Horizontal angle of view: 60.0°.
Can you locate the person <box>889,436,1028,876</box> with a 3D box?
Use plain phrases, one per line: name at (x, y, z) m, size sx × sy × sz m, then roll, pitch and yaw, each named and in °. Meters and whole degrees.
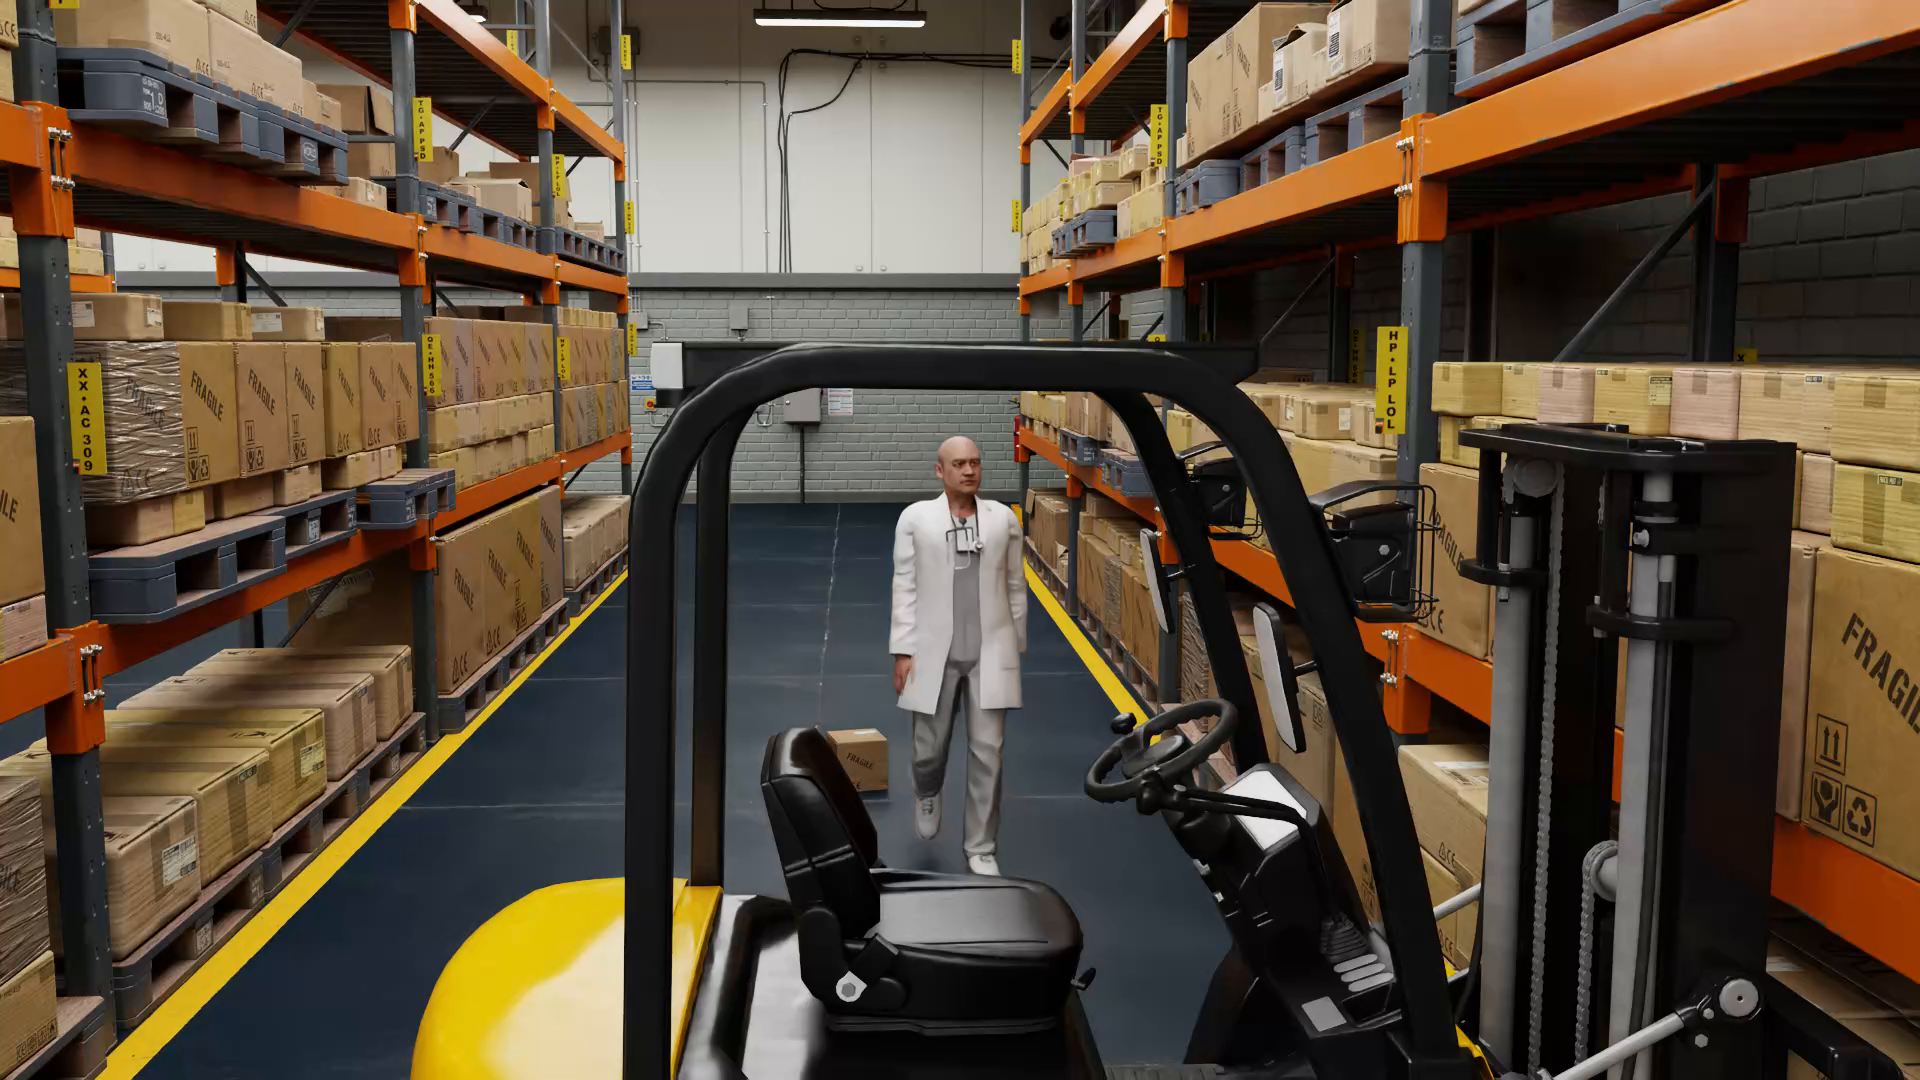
person at (-0.004, 0.458, 6.751) m, size 0.577 × 1.757 × 0.749 m, roll -1°, pitch 7°, yaw -6°
